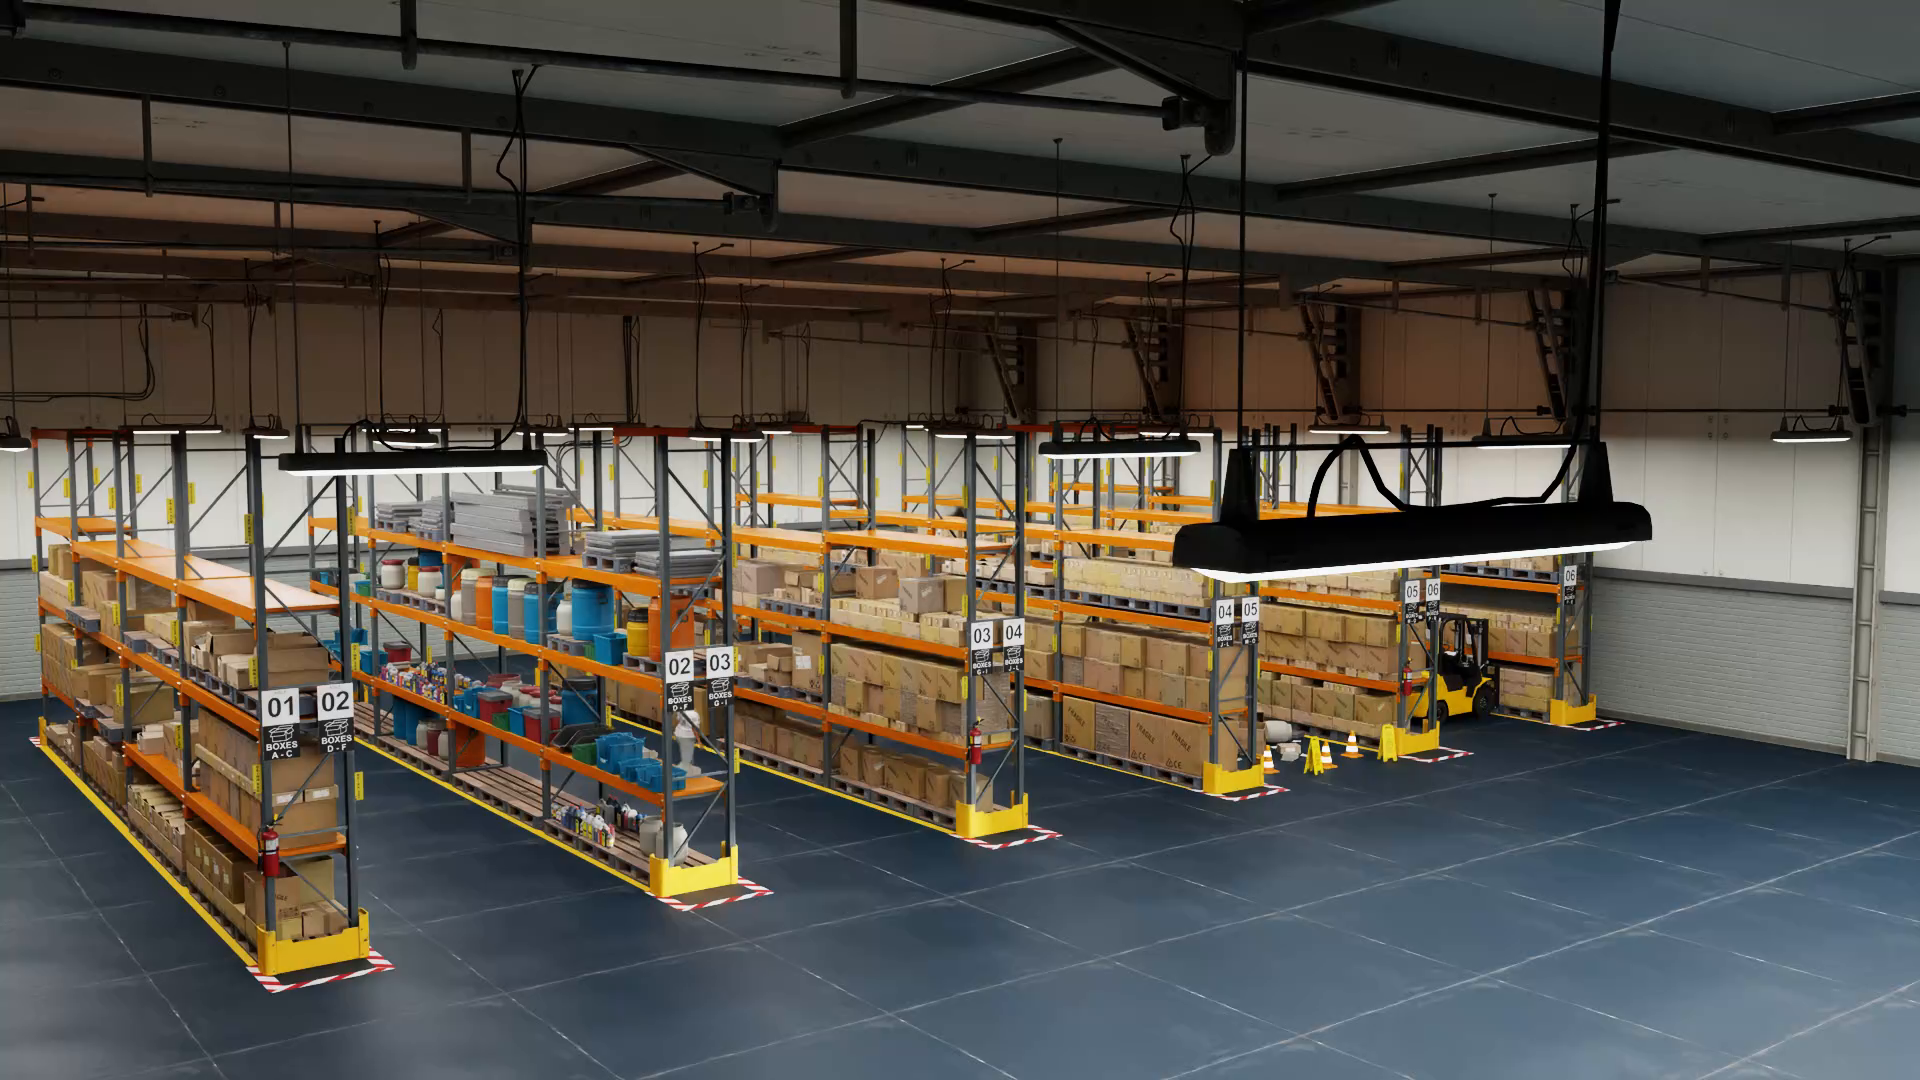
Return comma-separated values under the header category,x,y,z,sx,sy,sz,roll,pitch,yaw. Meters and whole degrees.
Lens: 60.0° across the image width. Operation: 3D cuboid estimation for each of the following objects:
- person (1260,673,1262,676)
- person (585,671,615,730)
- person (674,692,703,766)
category,x,y,z,sx,sy,sz,roll,pitch,yaw
person,6.629,2.565,36.965,0.687,1.750,0.633,-3,5,-33
person,-7.071,2.902,32.560,0.582,1.760,0.610,-1,5,-10
person,-4.544,3.339,27.779,0.518,1.693,0.678,-2,5,-23
